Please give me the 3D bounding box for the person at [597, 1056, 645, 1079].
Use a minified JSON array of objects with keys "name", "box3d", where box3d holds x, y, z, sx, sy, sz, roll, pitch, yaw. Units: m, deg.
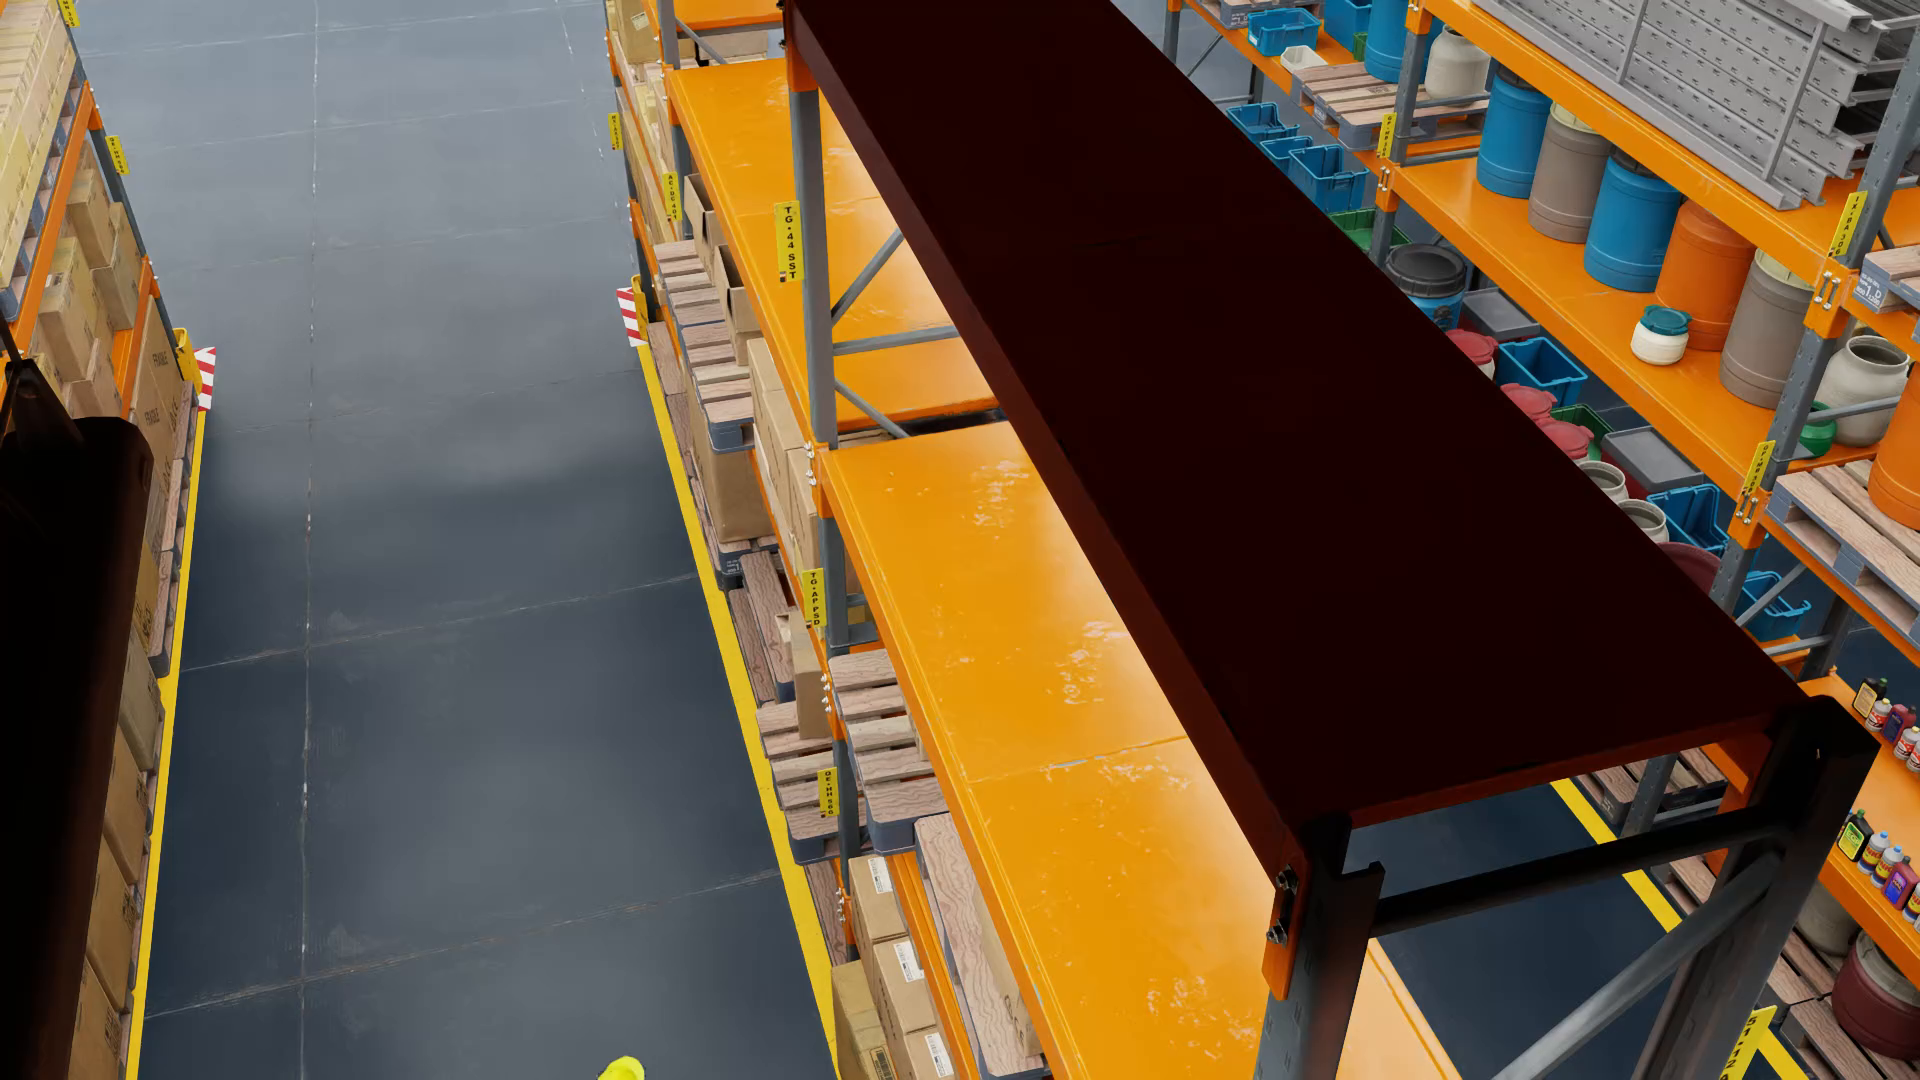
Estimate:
[{"name":"person","box3d":[-1.446,2.815,7.466,0.572,1.711,1.057,-11,40,-14]}]
